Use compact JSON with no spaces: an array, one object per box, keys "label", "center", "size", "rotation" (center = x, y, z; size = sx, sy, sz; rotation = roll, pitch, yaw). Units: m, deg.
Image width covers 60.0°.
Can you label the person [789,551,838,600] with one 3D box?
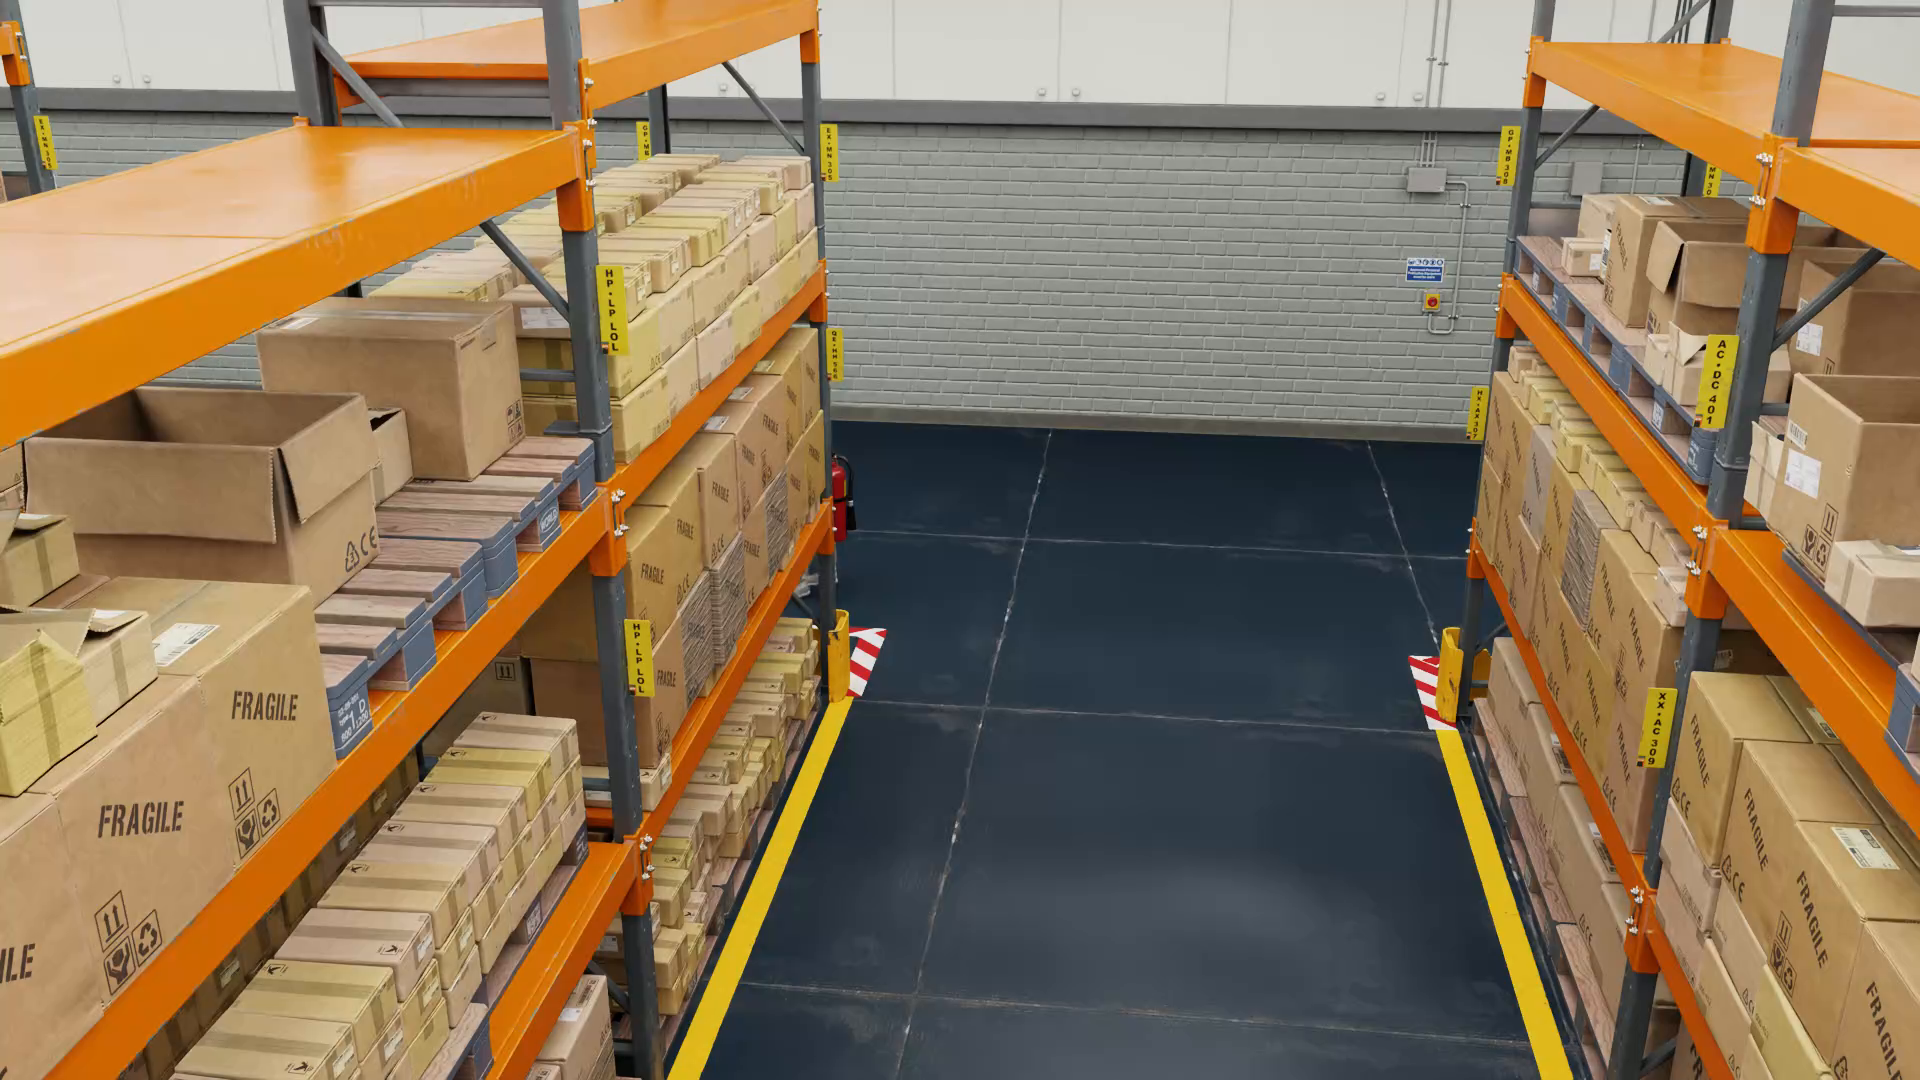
[{"label":"person","center":[-1.160,-0.398,12.089],"size":[0.489,1.676,0.583],"rotation":[-2,21,-6]}]
